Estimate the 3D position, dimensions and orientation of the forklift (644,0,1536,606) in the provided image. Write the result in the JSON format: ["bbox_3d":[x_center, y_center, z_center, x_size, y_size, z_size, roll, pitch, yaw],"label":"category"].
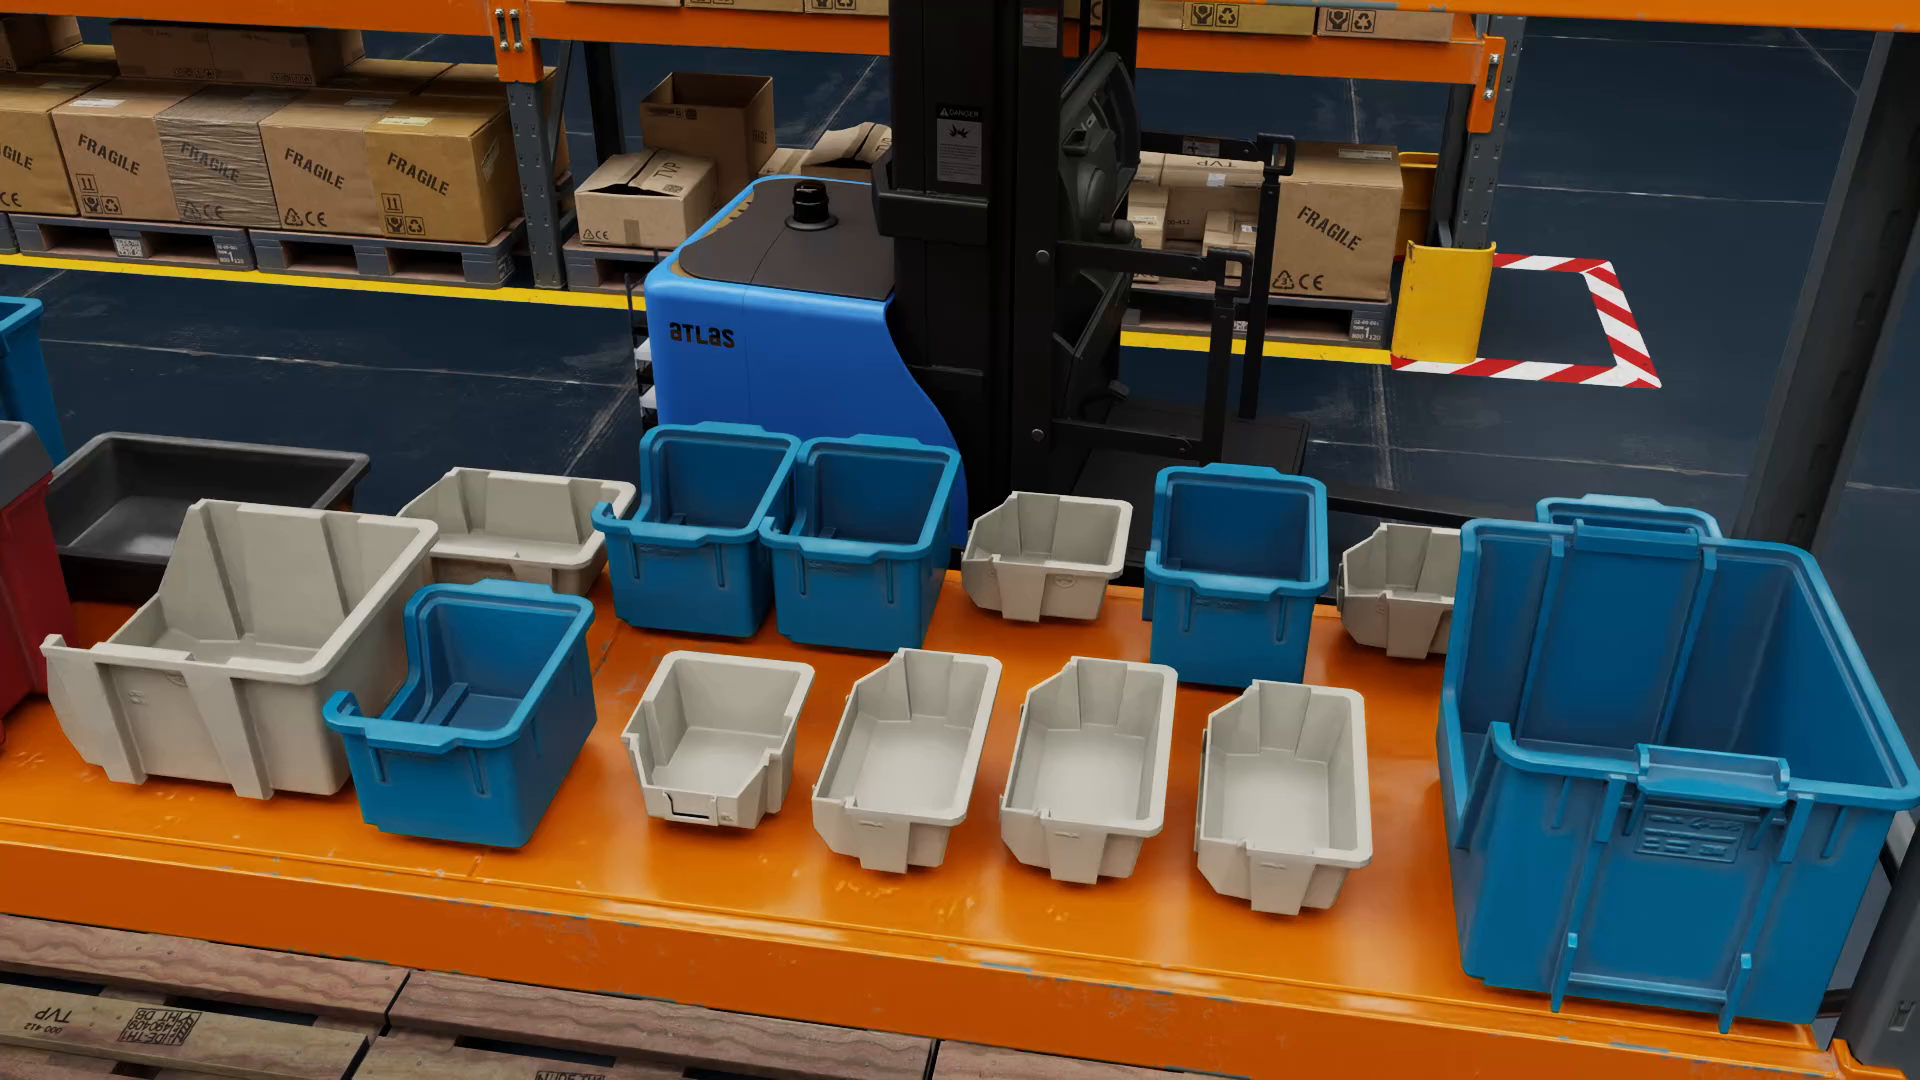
[{"bbox_3d":[0.600,-1.149,4.824,3.031,2.935,1.130,9,33,14],"label":"forklift"}]

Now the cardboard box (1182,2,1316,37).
[{"bbox_3d":[1.152,-2.297,6.498,0.500,0.500,0.500,5,32,9],"label":"cardboard box"}]

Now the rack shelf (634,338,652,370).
[{"bbox_3d":[-0.963,-0.655,5.673,0.200,0.077,0.258,9,33,14],"label":"rack shelf"}]

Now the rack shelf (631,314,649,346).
[{"bbox_3d":[-0.963,-0.732,5.625,0.200,0.077,0.258,9,33,14],"label":"rack shelf"}]

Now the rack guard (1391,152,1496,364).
[{"bbox_3d":[2.077,-1.259,7.291,0.348,0.500,1.175,5,32,8],"label":"rack guard"}]

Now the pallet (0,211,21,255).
[{"bbox_3d":[-5.005,-1.758,8.359,1.213,0.211,1.003,5,32,8],"label":"pallet"}]

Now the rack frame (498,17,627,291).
[{"bbox_3d":[-1.791,-2.669,7.187,0.127,3.000,1.000,5,32,8],"label":"rack frame"}]

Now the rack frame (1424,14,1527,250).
[{"bbox_3d":[2.152,-2.312,6.617,0.127,3.000,1.000,5,32,8],"label":"rack frame"}]

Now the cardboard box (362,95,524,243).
[{"bbox_3d":[-2.326,-1.690,7.565,0.500,0.500,0.500,5,32,8],"label":"cardboard box"}]

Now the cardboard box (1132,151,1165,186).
[{"bbox_3d":[0.678,-1.619,7.687,0.500,0.250,0.500,5,32,8],"label":"cardboard box"}]

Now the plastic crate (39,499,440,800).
[{"bbox_3d":[-1.154,0.179,2.693,0.530,0.282,0.437,5,32,8],"label":"plastic crate"}]

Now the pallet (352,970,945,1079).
[{"bbox_3d":[-0.691,1.256,3.544,1.213,0.211,1.003,5,32,8],"label":"pallet"}]

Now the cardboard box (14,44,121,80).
[{"bbox_3d":[-4.263,-2.146,8.293,0.500,0.500,0.500,4,32,6],"label":"cardboard box"}]

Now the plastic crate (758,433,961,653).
[{"bbox_3d":[-0.171,0.012,3.005,0.300,0.233,0.416,5,32,8],"label":"plastic crate"}]

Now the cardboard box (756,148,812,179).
[{"bbox_3d":[-0.802,-1.743,7.979,0.250,0.149,0.380,5,32,8],"label":"cardboard box"}]

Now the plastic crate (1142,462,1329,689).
[{"bbox_3d":[0.478,0.071,2.911,0.300,0.233,0.416,5,32,8],"label":"plastic crate"}]

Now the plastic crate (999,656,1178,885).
[{"bbox_3d":[0.197,0.353,2.551,0.243,0.136,0.396,5,32,8],"label":"plastic crate"}]

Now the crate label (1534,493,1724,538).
[{"bbox_3d":[1.127,0.129,2.817,0.303,0.233,0.416,5,32,8],"label":"crate label"}]

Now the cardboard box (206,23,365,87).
[{"bbox_3d":[-3.213,-2.374,7.950,0.500,0.250,0.500,5,32,8],"label":"cardboard box"}]

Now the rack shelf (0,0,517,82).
[{"bbox_3d":[-3.763,-2.543,7.663,4.000,0.370,1.077,5,32,8],"label":"rack shelf"}]

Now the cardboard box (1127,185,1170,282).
[{"bbox_3d":[0.643,-1.353,7.262,0.500,0.250,0.500,5,32,8],"label":"cardboard box"}]

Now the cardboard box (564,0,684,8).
[{"bbox_3d":[-1.335,-2.524,6.860,0.500,0.500,0.500,6,33,9],"label":"cardboard box"}]

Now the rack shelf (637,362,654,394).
[{"bbox_3d":[-0.963,-0.579,5.720,0.200,0.077,0.258,9,33,14],"label":"rack shelf"}]

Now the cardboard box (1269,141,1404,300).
[{"bbox_3d":[1.574,-1.359,7.035,0.500,0.500,0.500,5,32,8],"label":"cardboard box"}]

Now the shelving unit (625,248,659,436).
[{"bbox_3d":[-0.963,-0.531,5.750,0.210,0.900,0.258,9,33,14],"label":"shelving unit"}]

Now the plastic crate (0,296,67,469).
[{"bbox_3d":[-2.111,-0.234,3.256,0.575,0.384,0.392,5,32,8],"label":"plastic crate"}]

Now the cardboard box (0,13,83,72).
[{"bbox_3d":[-4.717,-2.507,8.163,0.500,0.250,0.500,6,33,10],"label":"cardboard box"}]

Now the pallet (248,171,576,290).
[{"bbox_3d":[-2.599,-1.540,8.011,1.213,0.211,1.003,5,32,8],"label":"pallet"}]

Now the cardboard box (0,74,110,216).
[{"bbox_3d":[-4.323,-1.872,7.855,0.500,0.500,0.500,5,32,8],"label":"cardboard box"}]

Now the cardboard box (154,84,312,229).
[{"bbox_3d":[-3.306,-1.784,7.714,0.500,0.500,0.500,6,32,9],"label":"cardboard box"}]

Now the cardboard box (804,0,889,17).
[{"bbox_3d":[-0.337,-2.434,6.717,0.500,0.500,0.500,5,32,8],"label":"cardboard box"}]

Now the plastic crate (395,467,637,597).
[{"bbox_3d":[-0.861,0.006,3.106,0.466,0.136,0.293,5,32,8],"label":"plastic crate"}]

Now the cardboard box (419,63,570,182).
[{"bbox_3d":[-2.227,-1.967,8.006,0.500,0.500,0.500,4,32,6],"label":"cardboard box"}]

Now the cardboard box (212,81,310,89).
[{"bbox_3d":[-3.246,-2.057,8.151,0.500,0.500,0.500,6,32,9],"label":"cardboard box"}]

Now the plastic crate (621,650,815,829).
[{"bbox_3d":[-0.376,0.324,2.597,0.250,0.136,0.298,5,32,8],"label":"plastic crate"}]

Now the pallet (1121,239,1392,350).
[{"bbox_3d":[1.291,-1.207,7.480,1.213,0.211,1.003,5,32,8],"label":"pallet"}]
